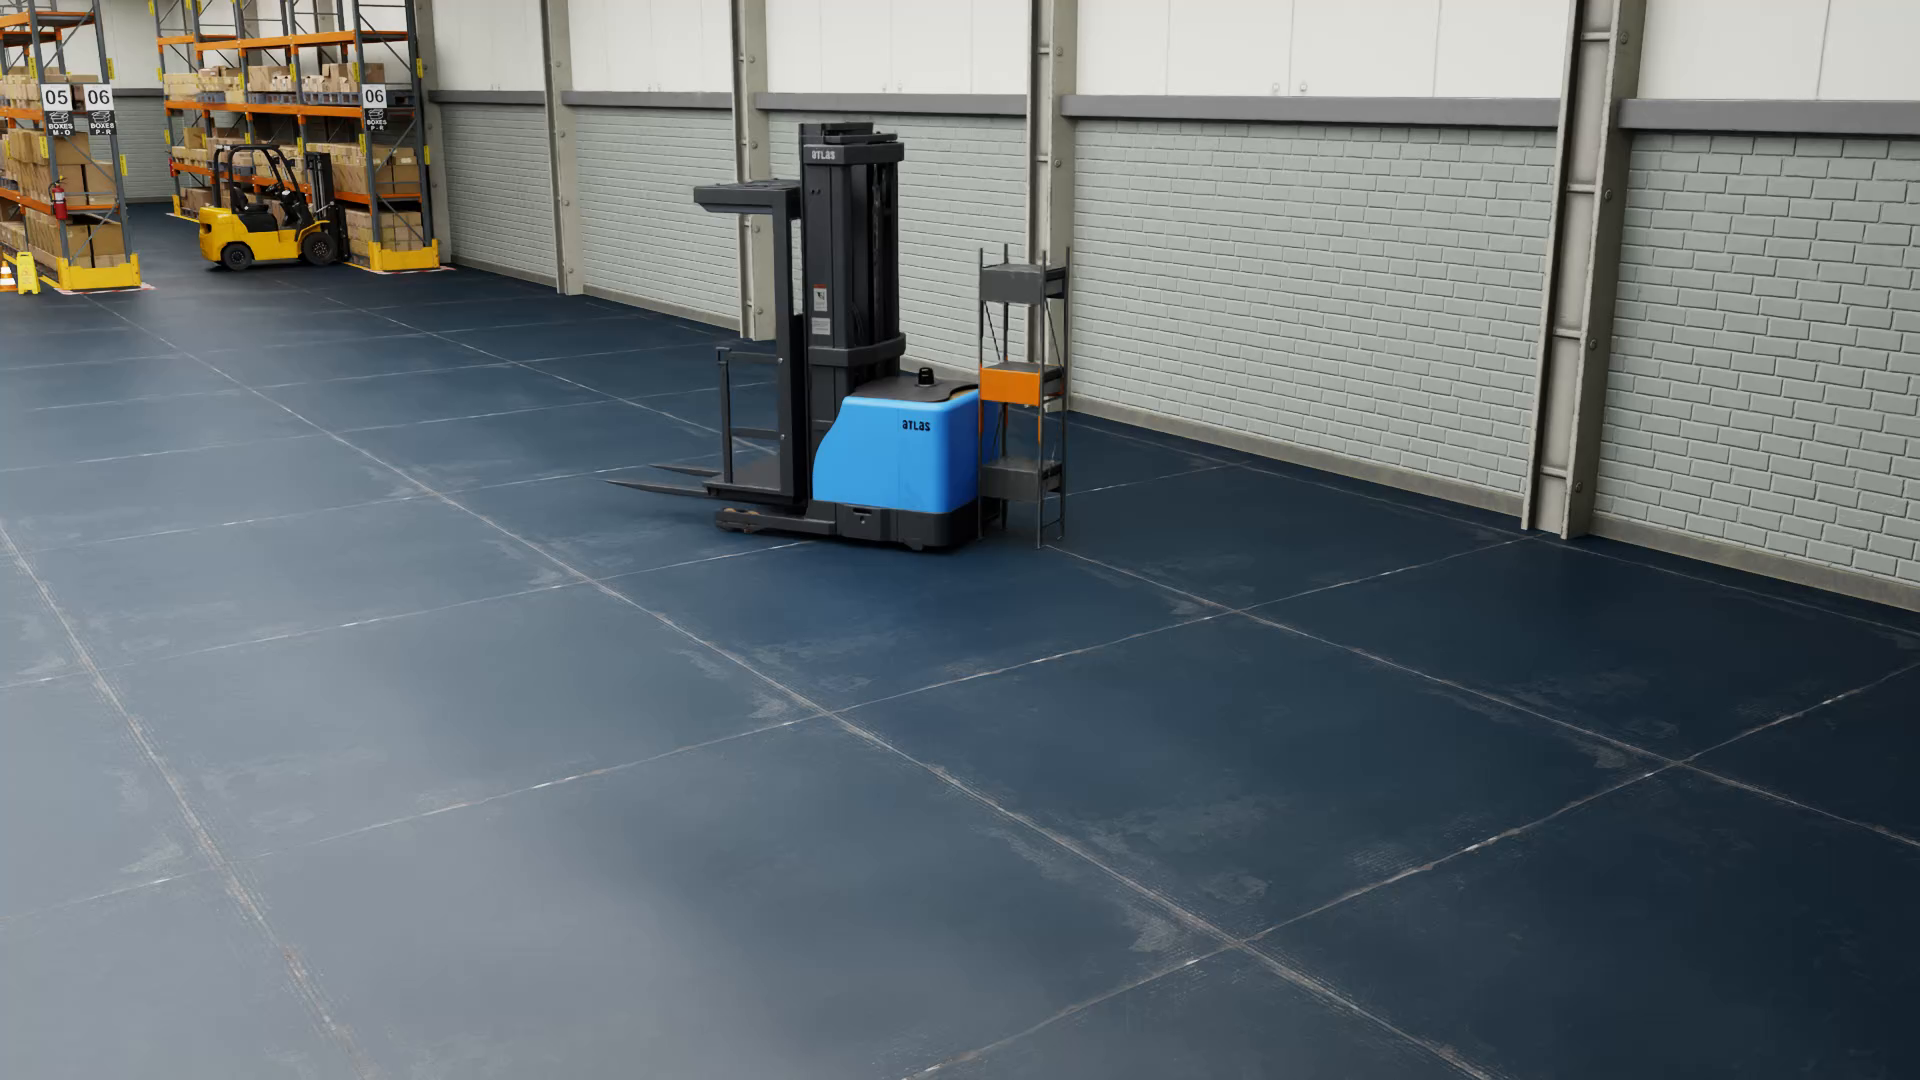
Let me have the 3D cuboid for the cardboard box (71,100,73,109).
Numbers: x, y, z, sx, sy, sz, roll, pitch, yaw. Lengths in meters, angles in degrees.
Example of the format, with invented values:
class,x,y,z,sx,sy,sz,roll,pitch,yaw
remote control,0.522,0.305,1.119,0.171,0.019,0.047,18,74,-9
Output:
class,x,y,z,sx,sy,sz,roll,pitch,yaw
cardboard box,-14.477,-7.181,27.426,0.380,0.149,0.250,-11,19,-35

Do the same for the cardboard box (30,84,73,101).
class,x,y,z,sx,sy,sz,roll,pitch,yaw
cardboard box,-14.543,-7.167,26.617,0.500,0.250,0.500,-11,19,-35

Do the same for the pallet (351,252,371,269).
class,x,y,z,sx,sy,sz,roll,pitch,yaw
pallet,-10.495,-5.164,30.545,1.003,0.211,1.213,-11,19,-35

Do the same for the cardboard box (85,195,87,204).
class,x,y,z,sx,sy,sz,roll,pitch,yaw
cardboard box,-14.217,-5.616,27.391,0.380,0.149,0.250,-11,19,-34

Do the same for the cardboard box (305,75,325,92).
class,x,y,z,sx,sy,sz,roll,pitch,yaw
cardboard box,-12.071,-8.646,31.485,0.500,0.311,0.500,-10,18,-33

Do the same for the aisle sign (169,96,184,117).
class,x,y,z,sx,sy,sz,roll,pitch,yaw
aisle sign,-19.697,-10.992,41.630,0.394,0.787,0.004,-11,19,-35

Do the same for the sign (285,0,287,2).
class,x,y,z,sx,sy,sz,roll,pitch,yaw
sign,-14.268,-11.568,35.227,0.100,0.325,0.005,-11,19,-35

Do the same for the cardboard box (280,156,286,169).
class,x,y,z,sx,sy,sz,roll,pitch,yaw
cardboard box,-13.463,-7.659,33.716,0.500,0.250,0.500,-10,18,-33

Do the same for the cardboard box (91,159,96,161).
class,x,y,z,sx,sy,sz,roll,pitch,yaw
cardboard box,-14.992,-6.243,28.452,0.500,0.500,0.500,-11,19,-36

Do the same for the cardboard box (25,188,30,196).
class,x,y,z,sx,sy,sz,roll,pitch,yaw
cardboard box,-16.260,-6.151,29.345,0.380,0.149,0.250,-10,18,-33

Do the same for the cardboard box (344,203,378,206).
class,x,y,z,sx,sy,sz,roll,pitch,yaw
cardboard box,-11.607,-6.384,32.239,0.500,0.250,0.500,-11,19,-35

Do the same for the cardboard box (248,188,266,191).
class,x,y,z,sx,sy,sz,roll,pitch,yaw
cardboard box,-16.309,-8.085,38.644,0.380,0.149,0.250,-11,19,-34

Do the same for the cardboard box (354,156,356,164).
class,x,y,z,sx,sy,sz,roll,pitch,yaw
cardboard box,-10.719,-6.859,30.036,0.380,0.149,0.250,-10,18,-34

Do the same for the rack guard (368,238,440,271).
class,x,y,z,sx,sy,sz,roll,pitch,yaw
rack guard,-9.997,-5.142,29.915,1.175,0.500,0.348,-11,19,-35

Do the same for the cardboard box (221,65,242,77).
class,x,y,z,sx,sy,sz,roll,pitch,yaw
cardboard box,-16.649,-10.729,38.053,0.396,0.266,0.258,-11,19,-35

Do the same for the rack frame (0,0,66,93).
class,x,y,z,sx,sy,sz,roll,pitch,yaw
rack frame,-16.376,-9.329,29.115,1.000,3.000,0.127,-11,19,-35

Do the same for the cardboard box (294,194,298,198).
class,x,y,z,sx,sy,sz,roll,pitch,yaw
cardboard box,-14.770,-7.530,36.618,0.380,0.149,0.250,-10,18,-32

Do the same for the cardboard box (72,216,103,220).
class,x,y,z,sx,sy,sz,roll,pitch,yaw
cardboard box,-15.210,-5.372,29.013,0.500,0.500,0.500,-10,18,-32

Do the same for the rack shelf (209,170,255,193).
class,x,y,z,sx,sy,sz,roll,pitch,yaw
rack shelf,-15.891,-8.141,37.501,1.077,0.370,4.000,-11,19,-35

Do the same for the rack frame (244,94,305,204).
class,x,y,z,sx,sy,sz,roll,pitch,yaw
rack frame,-14.715,-8.061,35.845,1.000,3.000,0.127,-11,19,-35

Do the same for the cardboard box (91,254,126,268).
class,x,y,z,sx,sy,sz,roll,pitch,yaw
cardboard box,-14.275,-4.673,27.880,0.500,0.250,0.500,-11,19,-35

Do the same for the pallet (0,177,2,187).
class,x,y,z,sx,sy,sz,roll,pitch,yaw
pallet,-18.223,-7.061,32.557,1.213,0.211,1.003,-11,19,-35

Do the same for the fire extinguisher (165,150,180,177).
class,x,y,z,sx,sy,sz,roll,pitch,yaw
fire extinguisher,-19.879,-9.512,41.999,0.296,0.674,0.183,-11,19,-35

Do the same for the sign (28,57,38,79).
class,x,y,z,sx,sy,sz,roll,pitch,yaw
sign,-14.485,-7.373,25.974,0.100,0.325,0.005,-11,19,-35

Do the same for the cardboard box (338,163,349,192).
class,x,y,z,sx,sy,sz,roll,pitch,yaw
cardboard box,-11.112,-6.687,30.635,0.500,0.500,0.500,-11,19,-36

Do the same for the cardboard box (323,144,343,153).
class,x,y,z,sx,sy,sz,roll,pitch,yaw
cardboard box,-11.789,-7.380,31.377,0.380,0.149,0.250,-11,19,-35

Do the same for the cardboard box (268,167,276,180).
class,x,y,z,sx,sy,sz,roll,pitch,yaw
cardboard box,-14.052,-7.639,34.587,0.500,0.250,0.500,-12,19,-36

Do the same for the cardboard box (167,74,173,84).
class,x,y,z,sx,sy,sz,roll,pitch,yaw
cardboard box,-19.077,-11.283,40.709,0.500,0.250,0.500,-11,19,-35

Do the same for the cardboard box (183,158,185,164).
class,x,y,z,sx,sy,sz,roll,pitch,yaw
cardboard box,-18.979,-9.374,41.119,0.380,0.149,0.250,-10,18,-33

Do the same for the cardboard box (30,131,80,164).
class,x,y,z,sx,sy,sz,roll,pitch,yaw
cardboard box,-14.793,-6.440,27.275,0.700,0.500,0.500,-11,19,-34

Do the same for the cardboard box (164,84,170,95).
class,x,y,z,sx,sy,sz,roll,pitch,yaw
cardboard box,-19.379,-11.150,41.170,0.500,0.250,0.500,-11,19,-35

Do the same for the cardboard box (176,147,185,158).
class,x,y,z,sx,sy,sz,roll,pitch,yaw
cardboard box,-19.074,-9.594,41.167,0.500,0.250,0.500,-11,19,-34

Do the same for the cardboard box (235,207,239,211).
class,x,y,z,sx,sy,sz,roll,pitch,yaw
cardboard box,-16.054,-7.442,37.526,0.500,0.500,0.500,-12,19,-37

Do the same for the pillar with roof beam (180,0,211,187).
class,x,y,z,sx,sy,sz,roll,pitch,yaw
pillar with roof beam,-23.757,-12.710,41.468,9.100,9.000,0.400,-11,19,-35

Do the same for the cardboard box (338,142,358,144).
class,x,y,z,sx,sy,sz,roll,pitch,yaw
cardboard box,-11.931,-7.690,32.509,0.380,0.149,0.250,-11,19,-34

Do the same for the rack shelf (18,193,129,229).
class,x,y,z,sx,sy,sz,roll,pitch,yaw
rack shelf,-15.200,-5.661,28.441,1.077,0.370,4.000,-11,19,-35

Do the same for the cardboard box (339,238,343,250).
class,x,y,z,sx,sy,sz,roll,pitch,yaw
cardboard box,-11.438,-5.603,31.280,0.500,0.250,0.500,-10,18,-33

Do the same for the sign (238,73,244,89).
class,x,y,z,sx,sy,sz,roll,pitch,yaw
sign,-15.155,-9.673,35.075,0.100,0.325,0.005,-11,19,-35

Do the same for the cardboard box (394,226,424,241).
class,x,y,z,sx,sy,sz,roll,pitch,yaw
cardboard box,-10.120,-5.603,30.330,0.500,0.250,0.500,-10,18,-34

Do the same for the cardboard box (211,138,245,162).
class,x,y,z,sx,sy,sz,roll,pitch,yaw
cardboard box,-16.659,-8.917,37.989,0.700,0.500,0.500,-11,19,-34

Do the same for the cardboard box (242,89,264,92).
class,x,y,z,sx,sy,sz,roll,pitch,yaw
cardboard box,-15.118,-9.666,35.557,0.380,0.149,0.250,-10,18,-33

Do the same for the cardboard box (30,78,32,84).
class,x,y,z,sx,sy,sz,roll,pitch,yaw
cardboard box,-15.126,-7.606,27.467,0.380,0.149,0.250,-12,19,-36

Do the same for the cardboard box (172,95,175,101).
class,x,y,z,sx,sy,sz,roll,pitch,yaw
cardboard box,-19.044,-10.812,40.691,0.380,0.149,0.250,-10,18,-33

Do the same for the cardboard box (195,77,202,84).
class,x,y,z,sx,sy,sz,roll,pitch,yaw
cardboard box,-17.246,-10.503,38.014,0.380,0.149,0.250,-10,18,-33

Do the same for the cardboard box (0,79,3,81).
class,x,y,z,sx,sy,sz,roll,pitch,yaw
cardboard box,-17.438,-8.572,30.573,0.500,0.250,0.500,-10,18,-34

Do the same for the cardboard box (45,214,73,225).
class,x,y,z,sx,sy,sz,roll,pitch,yaw
cardboard box,-14.976,-5.331,27.634,0.380,0.149,0.250,-10,18,-33

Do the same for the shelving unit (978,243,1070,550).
class,x,y,z,sx,sy,sz,roll,pitch,yaw
shelving unit,0.448,-1.021,11.830,0.503,2.100,0.431,9,17,29

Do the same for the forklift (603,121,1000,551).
class,x,y,z,sx,sy,sz,roll,pitch,yaw
forklift,-1.260,-1.578,12.290,3.031,2.935,1.130,7,17,23

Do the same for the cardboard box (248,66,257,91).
class,x,y,z,sx,sy,sz,roll,pitch,yaw
cardboard box,-14.486,-9.614,34.664,0.500,0.500,0.500,-11,19,-34
